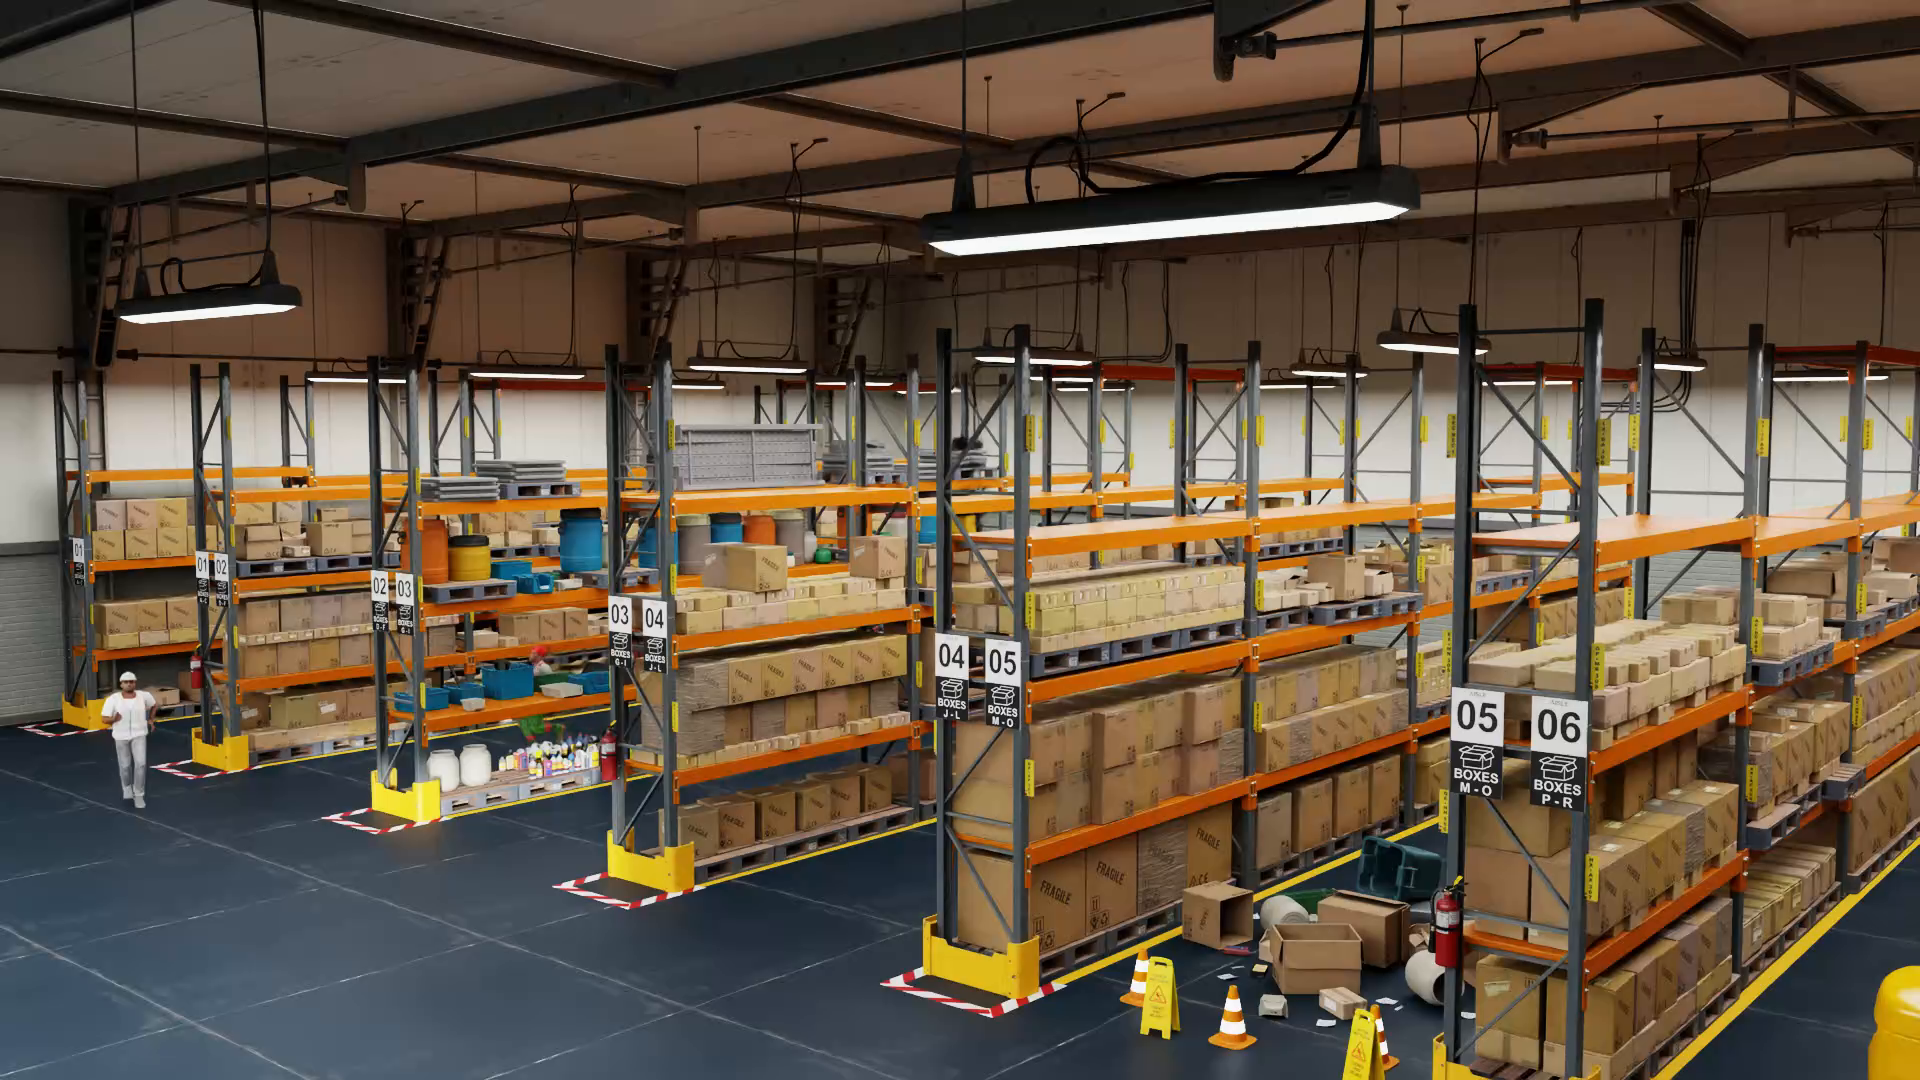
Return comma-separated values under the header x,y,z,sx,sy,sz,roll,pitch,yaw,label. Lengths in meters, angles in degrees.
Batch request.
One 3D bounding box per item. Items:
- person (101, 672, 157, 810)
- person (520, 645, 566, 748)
x,y,z,sx,sy,sz,roll,pitch,yaw,label
-11.112,2.669,22.271,0.677,1.823,0.738,-2,5,-27,person
-6.415,2.467,25.489,0.670,1.735,0.688,-3,5,-38,person
